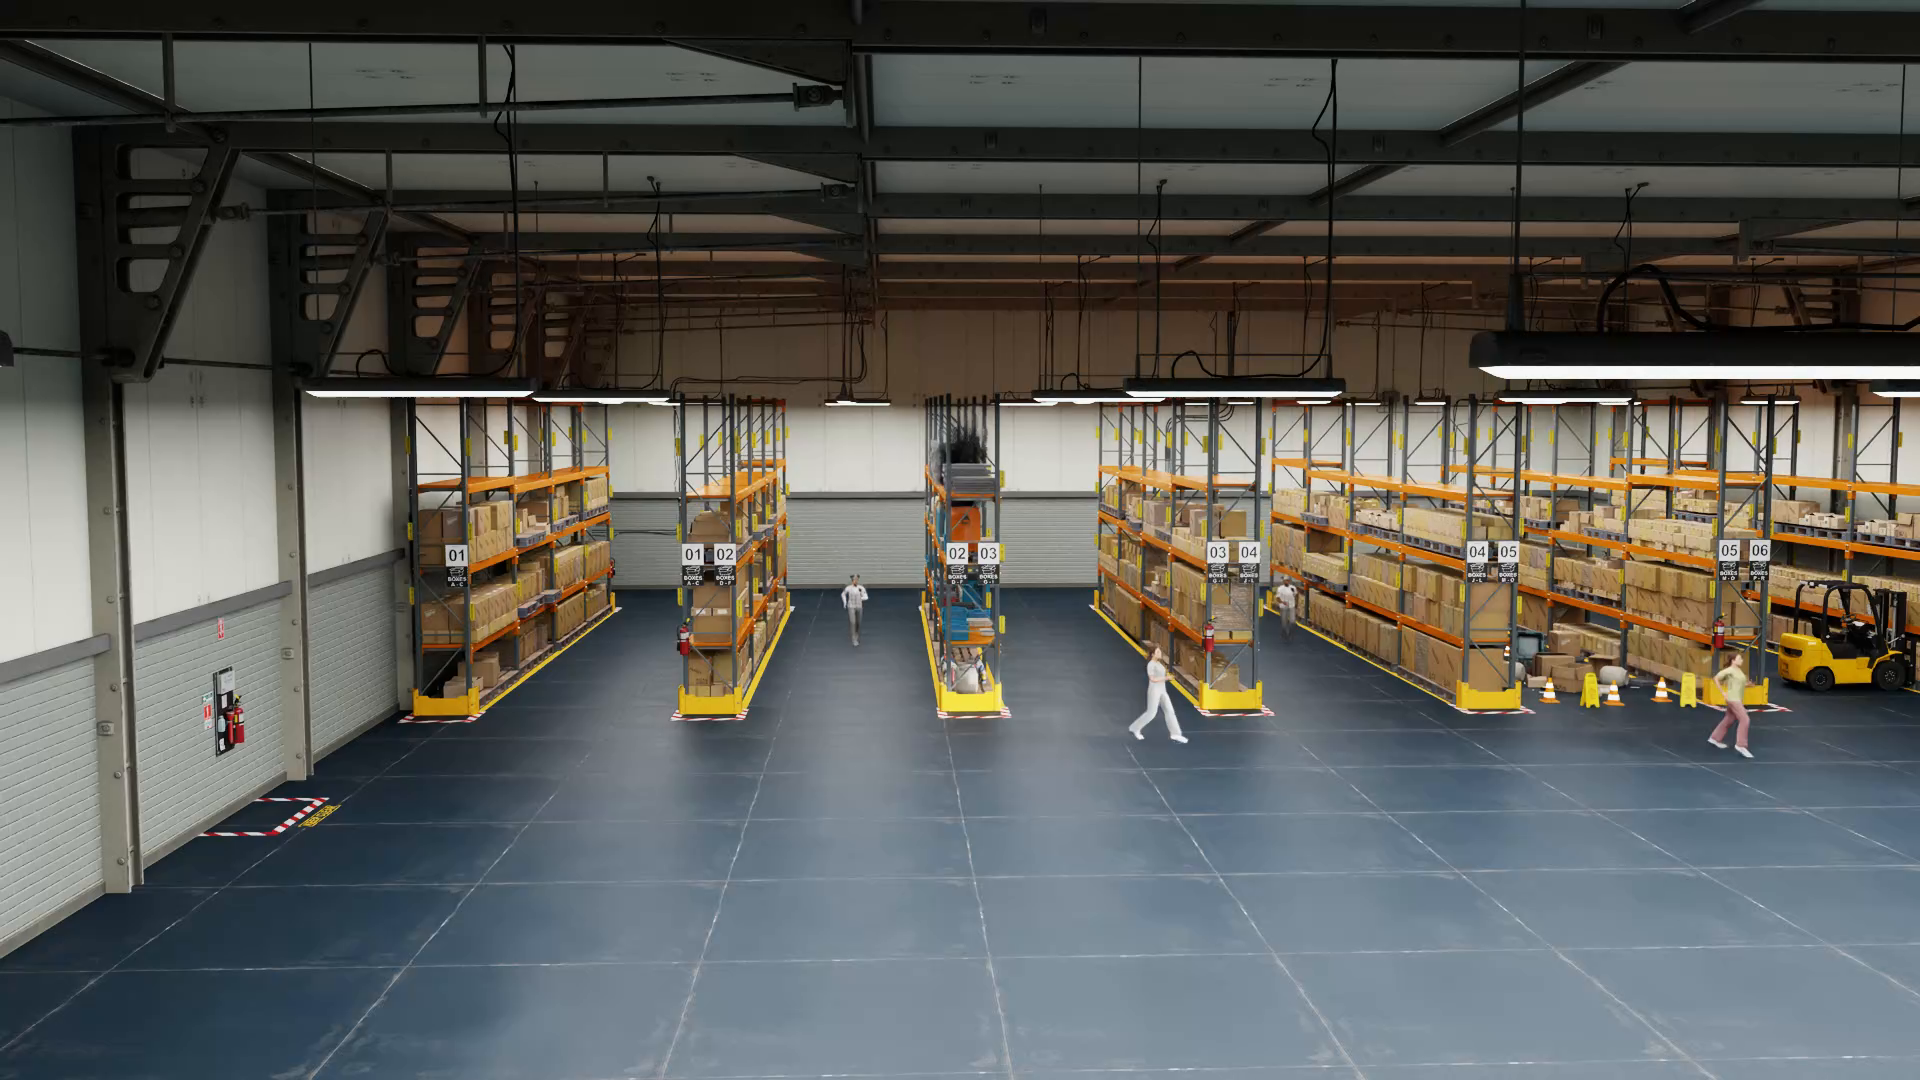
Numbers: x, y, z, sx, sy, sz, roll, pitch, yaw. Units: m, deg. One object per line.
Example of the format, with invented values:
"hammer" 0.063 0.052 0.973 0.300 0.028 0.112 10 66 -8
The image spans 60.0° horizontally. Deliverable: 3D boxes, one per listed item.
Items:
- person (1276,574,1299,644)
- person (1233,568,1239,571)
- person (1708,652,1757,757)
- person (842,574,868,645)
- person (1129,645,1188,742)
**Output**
"person" 8.014 1.682 40.656 0.581 1.694 0.656 0 5 3
"person" 7.595 1.123 47.659 0.781 1.700 0.786 4 6 40
"person" 12.819 2.703 27.602 0.752 1.723 0.549 4 6 42
"person" -2.541 1.663 40.414 0.608 1.685 0.918 -1 5 -14
"person" 3.405 2.619 28.477 1.027 1.640 0.574 3 5 30
